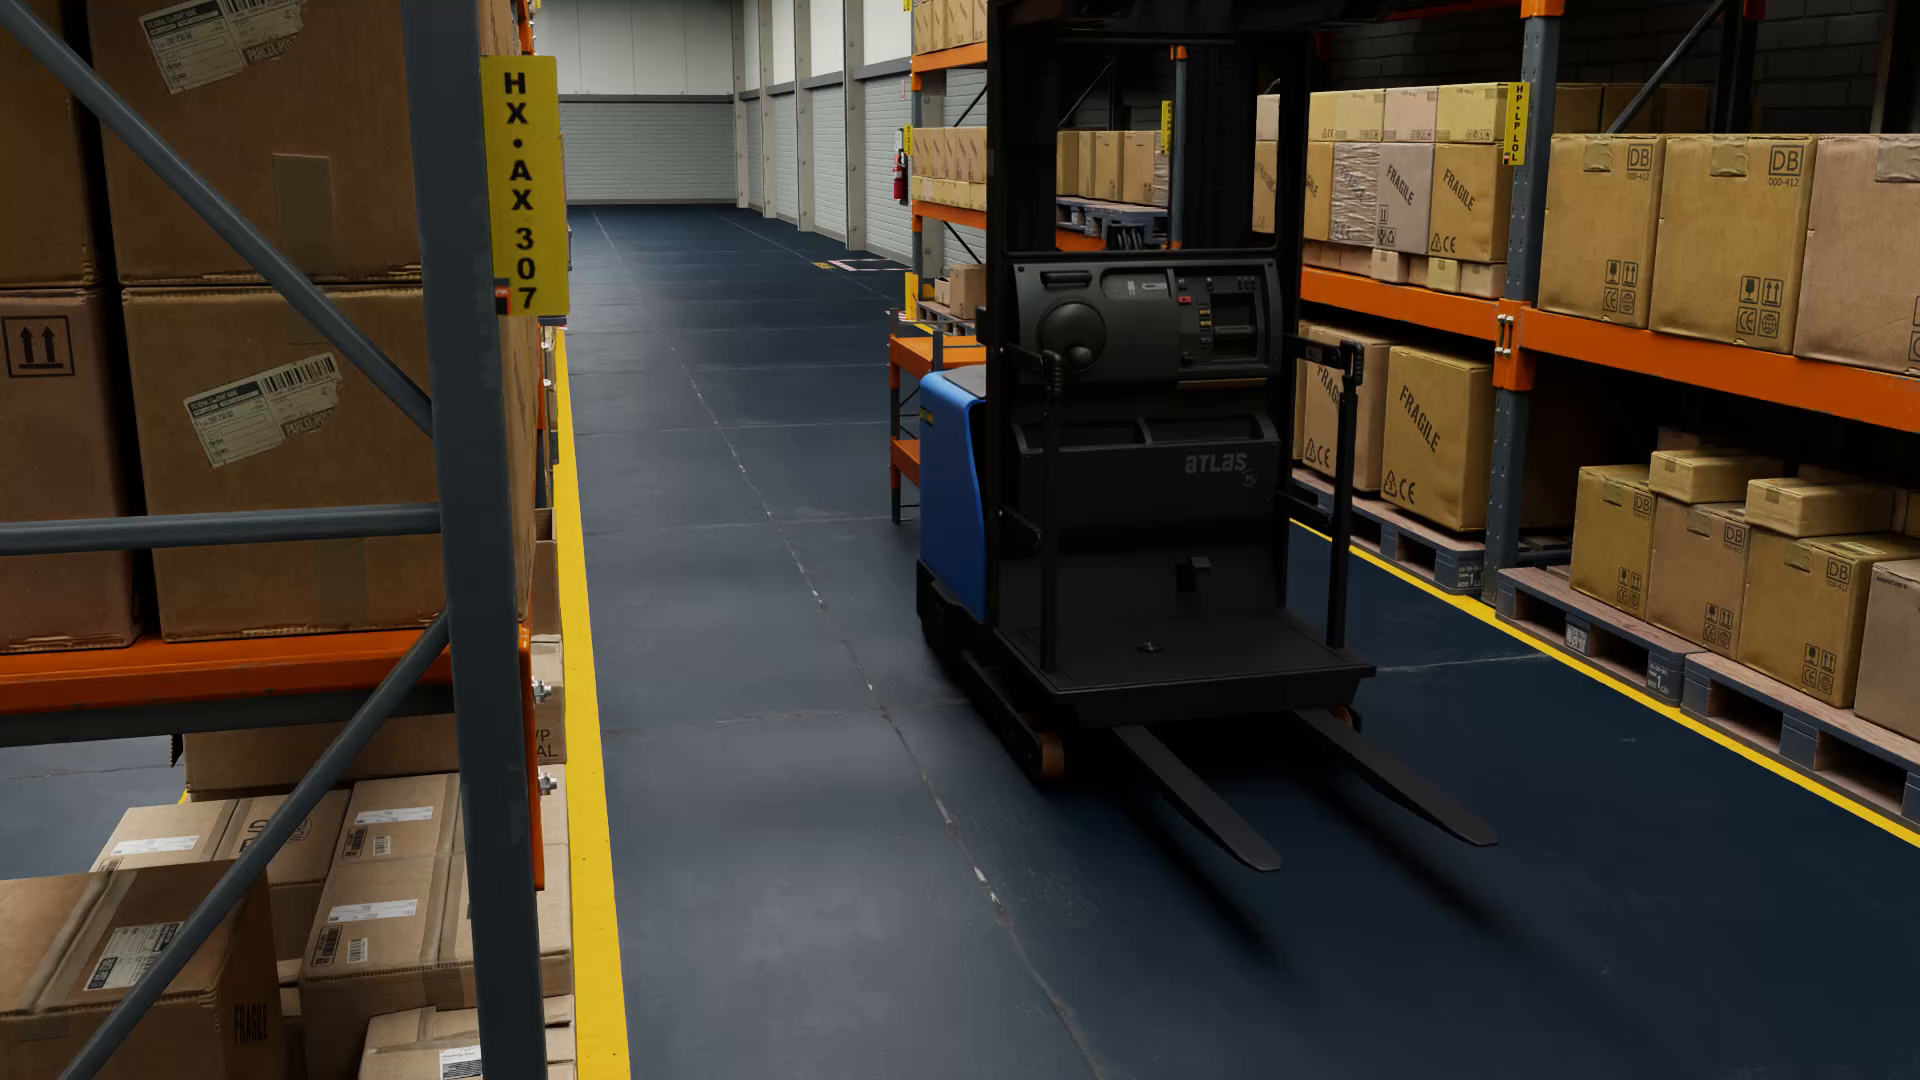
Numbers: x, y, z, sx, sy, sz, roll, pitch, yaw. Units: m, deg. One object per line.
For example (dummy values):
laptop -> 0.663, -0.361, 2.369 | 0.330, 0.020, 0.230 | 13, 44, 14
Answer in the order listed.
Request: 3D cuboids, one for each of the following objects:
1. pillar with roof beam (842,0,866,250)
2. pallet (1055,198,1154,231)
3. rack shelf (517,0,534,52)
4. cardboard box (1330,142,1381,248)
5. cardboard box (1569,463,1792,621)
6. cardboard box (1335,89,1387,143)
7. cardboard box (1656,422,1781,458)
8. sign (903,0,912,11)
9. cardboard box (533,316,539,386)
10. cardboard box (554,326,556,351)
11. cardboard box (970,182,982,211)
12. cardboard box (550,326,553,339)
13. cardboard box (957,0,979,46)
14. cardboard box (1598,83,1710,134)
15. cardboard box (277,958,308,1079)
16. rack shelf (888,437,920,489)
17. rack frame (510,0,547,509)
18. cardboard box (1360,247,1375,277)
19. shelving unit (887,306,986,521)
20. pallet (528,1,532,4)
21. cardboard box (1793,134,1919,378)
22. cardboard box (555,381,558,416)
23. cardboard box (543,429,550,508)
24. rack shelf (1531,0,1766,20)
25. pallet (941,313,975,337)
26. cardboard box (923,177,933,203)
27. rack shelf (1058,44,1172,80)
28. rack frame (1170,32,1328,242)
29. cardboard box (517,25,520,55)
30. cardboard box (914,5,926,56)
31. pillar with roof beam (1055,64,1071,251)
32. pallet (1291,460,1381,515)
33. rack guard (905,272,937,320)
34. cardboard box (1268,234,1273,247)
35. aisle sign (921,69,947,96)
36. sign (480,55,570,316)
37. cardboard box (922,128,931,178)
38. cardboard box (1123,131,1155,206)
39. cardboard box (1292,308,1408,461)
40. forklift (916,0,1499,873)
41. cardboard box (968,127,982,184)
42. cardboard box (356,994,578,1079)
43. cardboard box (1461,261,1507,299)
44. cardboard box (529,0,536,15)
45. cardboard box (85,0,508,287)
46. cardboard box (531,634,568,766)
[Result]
pillar with roof beam -> -6.027, -9.297, 27.520 | 9.100, 9.000, 0.400 | -3, 14, -13
pallet -> 1.345, -2.483, 12.675 | 1.003, 0.211, 1.213 | -3, 14, -13
rack shelf -> -2.495, -2.491, 7.500 | 1.077, 0.370, 4.000 | -3, 14, -13
cardboard box -> 2.196, -1.728, 8.300 | 0.500, 0.500, 0.500 | -3, 14, -13
cardboard box -> 2.865, -0.011, 6.533 | 0.700, 0.500, 0.500 | -3, 14, -12
cardboard box -> 2.200, -2.096, 8.226 | 0.500, 0.250, 0.500 | -3, 14, -12
cardboard box -> 3.024, -0.370, 6.638 | 0.380, 0.149, 0.250 | -3, 14, -14
sign -> -0.557, -5.819, 17.763 | 0.100, 0.325, 0.005 | -3, 14, -13
cardboard box -> -1.413, -0.633, 4.486 | 0.500, 0.500, 0.500 | -3, 14, -12
cardboard box -> -3.719, -1.760, 14.220 | 0.500, 0.250, 0.500 | -3, 14, -13
cardboard box -> 0.395, -3.189, 15.436 | 0.500, 0.250, 0.500 | -3, 14, -13
cardboard box -> -3.052, -1.361, 11.407 | 0.500, 0.311, 0.500 | -4, 14, -15
cardboard box -> 0.278, -4.906, 15.615 | 0.500, 0.500, 0.500 | -4, 14, -15
cardboard box -> 2.934, -1.887, 7.371 | 0.500, 0.250, 0.500 | -3, 14, -11
cardboard box -> -1.461, 0.953, 3.249 | 0.380, 0.166, 0.250 | -3, 14, -13
rack shelf -> 0.002, -0.307, 8.345 | 0.538, 0.278, 1.000 | -3, 14, -13
rack frame -> -2.026, -0.922, 5.882 | 1.000, 3.000, 0.127 | -3, 14, -13
cardboard box -> 2.223, -1.386, 8.267 | 0.380, 0.149, 0.250 | -3, 14, -13
shelving unit -> 0.002, -0.545, 8.287 | 0.538, 1.125, 1.048 | -3, 14, -13
pallet -> -3.211, -3.362, 9.946 | 1.213, 0.211, 1.003 | -3, 14, -11
cardboard box -> 3.247, -0.883, 5.089 | 0.980, 0.700, 0.700 | -4, 14, -16
cardboard box -> -2.921, -0.966, 10.971 | 0.500, 0.250, 0.500 | -4, 14, -15
cardboard box -> -2.148, -0.285, 7.613 | 0.500, 0.500, 0.500 | -3, 14, -13
rack shelf -> 3.258, -1.846, 4.856 | 1.077, 0.370, 4.000 | -3, 14, -13
pallet -> 0.428, -2.125, 16.681 | 1.003, 0.211, 1.213 | -3, 14, -13
cardboard box -> -0.088, -3.655, 17.342 | 0.500, 0.250, 0.500 | -4, 14, -15
rack shelf -> 1.380, -3.691, 12.411 | 1.077, 0.370, 4.000 | -3, 14, -13
rack frame -> 1.849, -2.122, 10.793 | 1.000, 3.000, 0.127 | -3, 14, -13
cardboard box -> -1.532, -1.236, 4.850 | 0.500, 0.500, 0.500 | -4, 14, -14
cardboard box -> -0.194, -5.392, 17.604 | 0.500, 0.500, 0.500 | -3, 14, -12
pillar with roof beam -> -3.209, -6.529, 16.189 | 9.100, 9.000, 0.400 | -3, 14, -13
pallet -> 2.244, -0.300, 9.212 | 1.003, 0.211, 1.213 | -3, 14, -13
rack guard -> -0.012, -2.736, 18.572 | 1.175, 0.500, 0.348 | -3, 14, -13
cardboard box -> 1.981, -1.686, 9.494 | 0.380, 0.149, 0.250 | -3, 14, -12
aisle sign -> -0.338, -5.230, 18.038 | 0.394, 0.787, 0.004 | -3, 14, -13
sign -> -0.559, -0.450, 2.126 | 0.100, 0.325, 0.005 | -3, 14, -13
cardboard box -> -0.103, -4.027, 17.285 | 0.500, 0.500, 0.500 | -3, 14, -13
cardboard box -> 1.572, -2.620, 11.692 | 0.700, 0.500, 0.500 | -5, 14, -18
cardboard box -> 2.094, -0.902, 9.445 | 0.750, 0.750, 0.750 | -3, 14, -13
forklift -> 0.687, -0.754, 5.337 | 1.130, 2.935, 3.031 | -4, 14, -14
cardboard box -> 0.375, -3.553, 15.342 | 0.500, 0.500, 0.500 | -3, 14, -14
cardboard box -> -0.909, 0.990, 3.099 | 0.380, 0.166, 0.250 | -3, 14, -13
cardboard box -> 2.434, -1.149, 7.298 | 0.380, 0.149, 0.250 | -3, 14, -13
cardboard box -> -4.186, -4.997, 15.249 | 0.500, 0.311, 0.500 | -2, 14, -7
cardboard box -> -0.934, -0.651, 2.453 | 0.500, 0.500, 0.500 | -3, 14, -11
cardboard box -> -1.440, 0.459, 4.967 | 0.500, 0.311, 0.500 | -3, 14, -13
